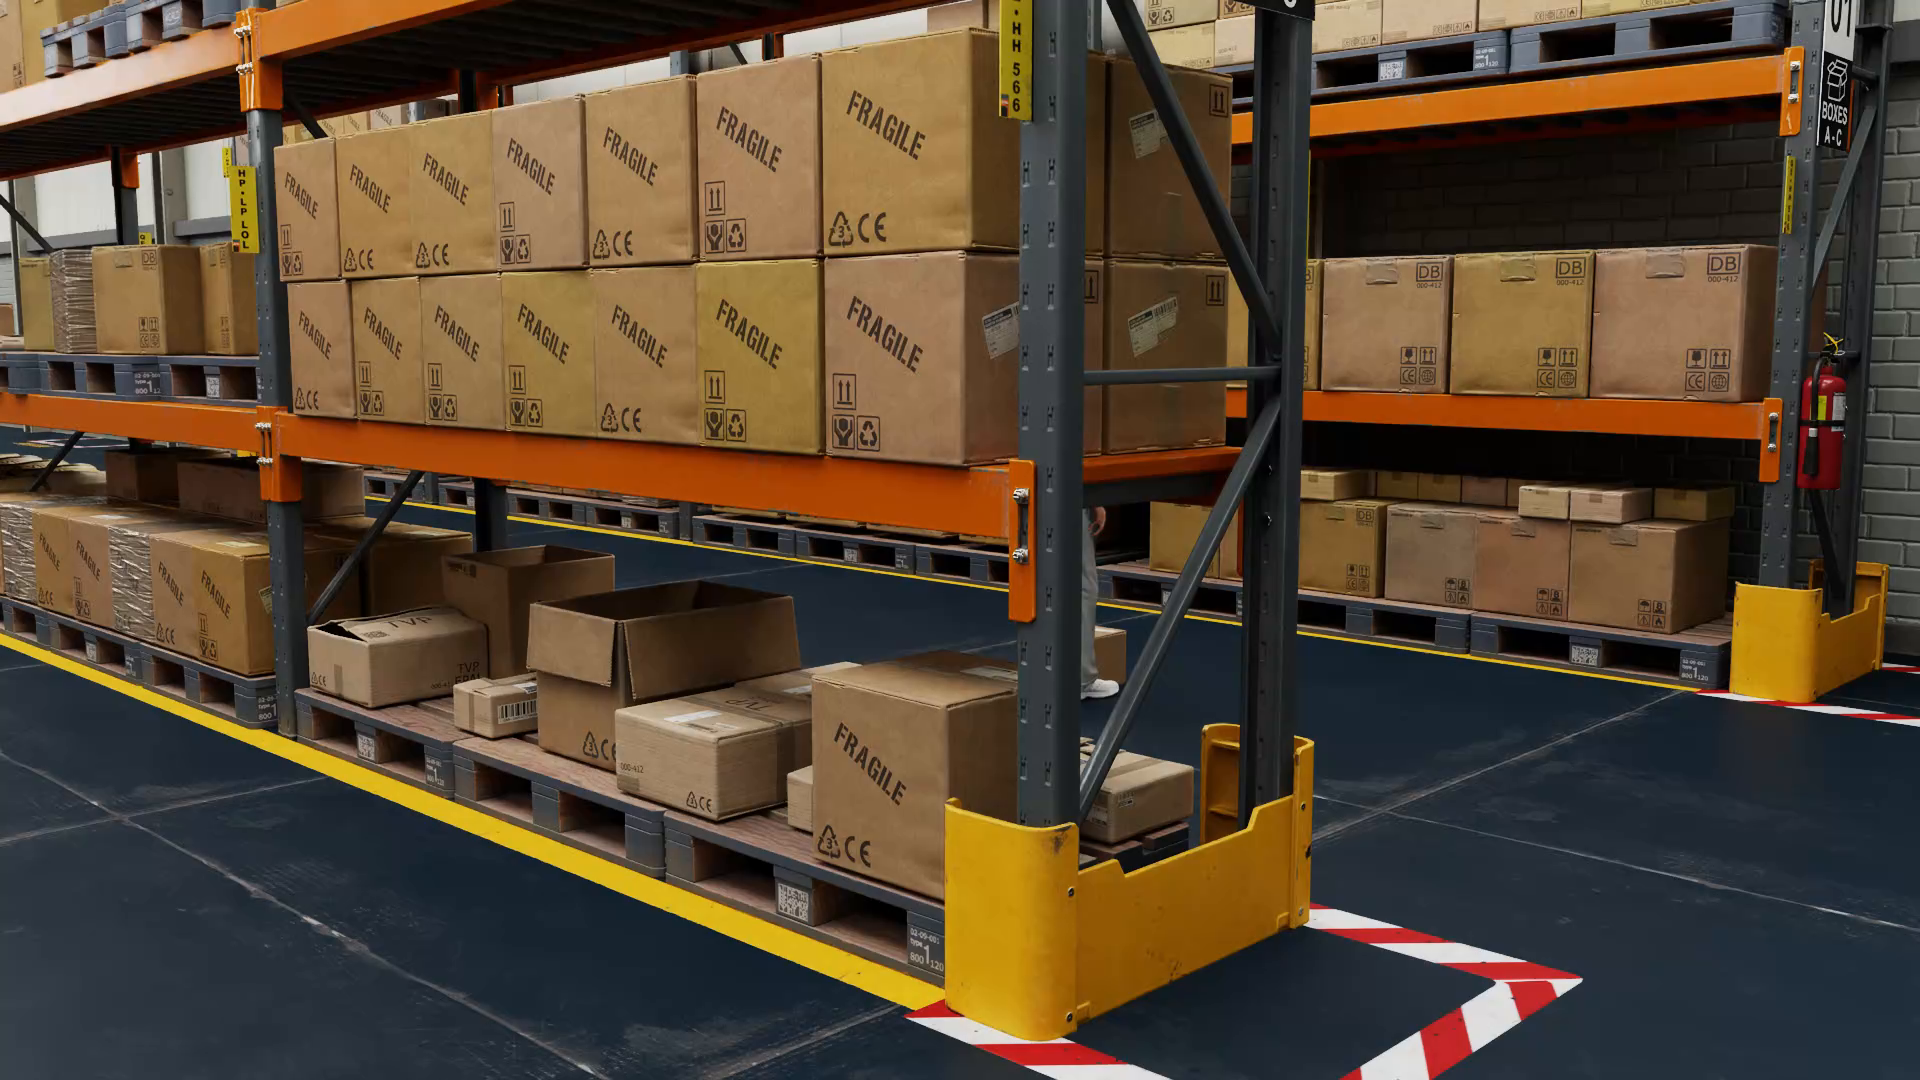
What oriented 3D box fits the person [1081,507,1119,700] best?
[{"bbox_3d":[0.428,-0.141,7.398,0.513,1.673,0.354,6,9,40],"label":"person"}]
